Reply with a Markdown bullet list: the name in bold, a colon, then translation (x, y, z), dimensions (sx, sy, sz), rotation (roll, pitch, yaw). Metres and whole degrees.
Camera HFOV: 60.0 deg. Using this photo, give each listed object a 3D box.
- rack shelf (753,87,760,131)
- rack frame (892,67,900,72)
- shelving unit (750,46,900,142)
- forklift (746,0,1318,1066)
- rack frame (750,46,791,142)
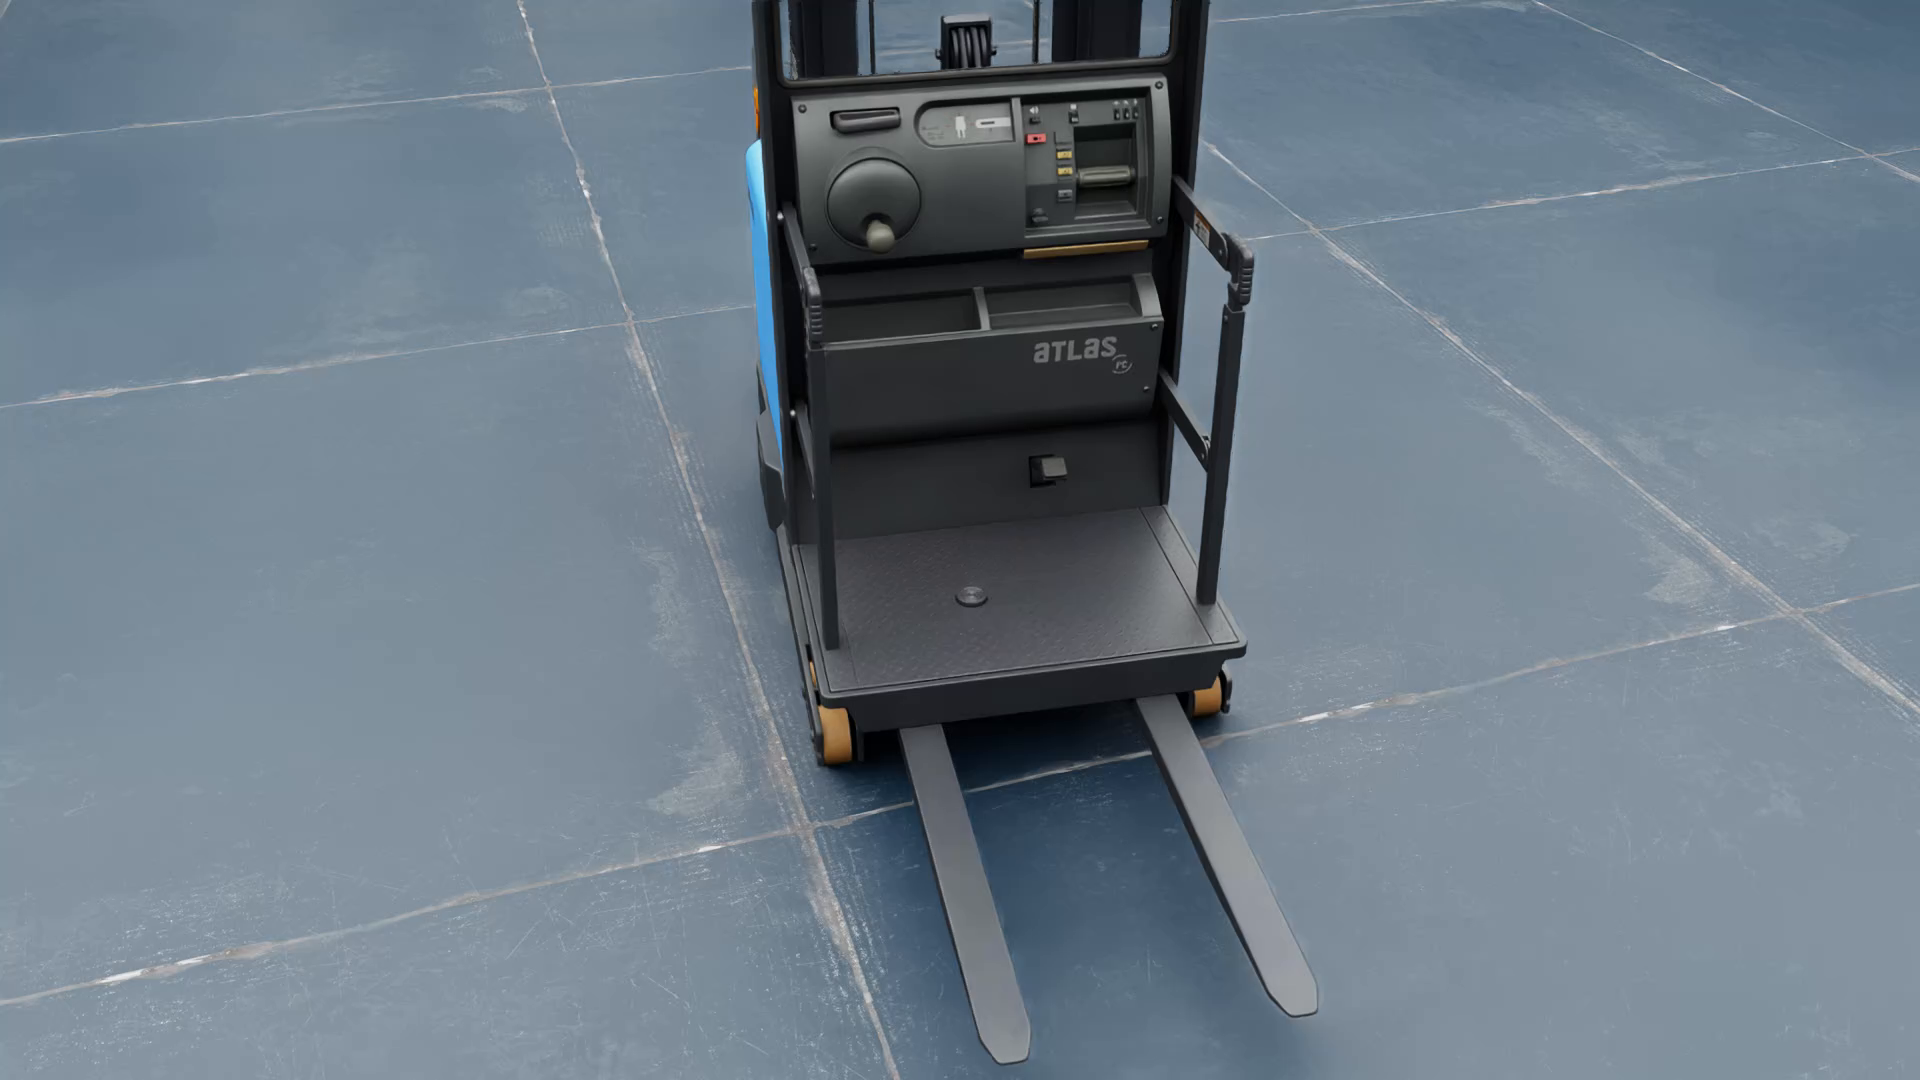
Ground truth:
- **rack shelf**: translation (-0.449, -1.416, 5.592), dimensions (0.258, 0.148, 0.480), rotation (-26, 41, -33)
- **rack frame**: translation (-0.289, -0.987, 5.656), dimensions (0.240, 1.200, 0.015), rotation (-26, 41, -33)
- **shelving unit**: translation (-0.449, -1.089, 5.809), dimensions (0.258, 1.200, 0.503), rotation (-26, 41, -33)
- **forklift**: translation (0.107, -0.857, 3.888), dimensions (1.130, 2.935, 3.031), rotation (-6, 34, -9)
- **rack frame**: translation (-0.610, -1.190, 5.962), dimensions (0.240, 1.200, 0.015), rotation (-26, 41, -33)
